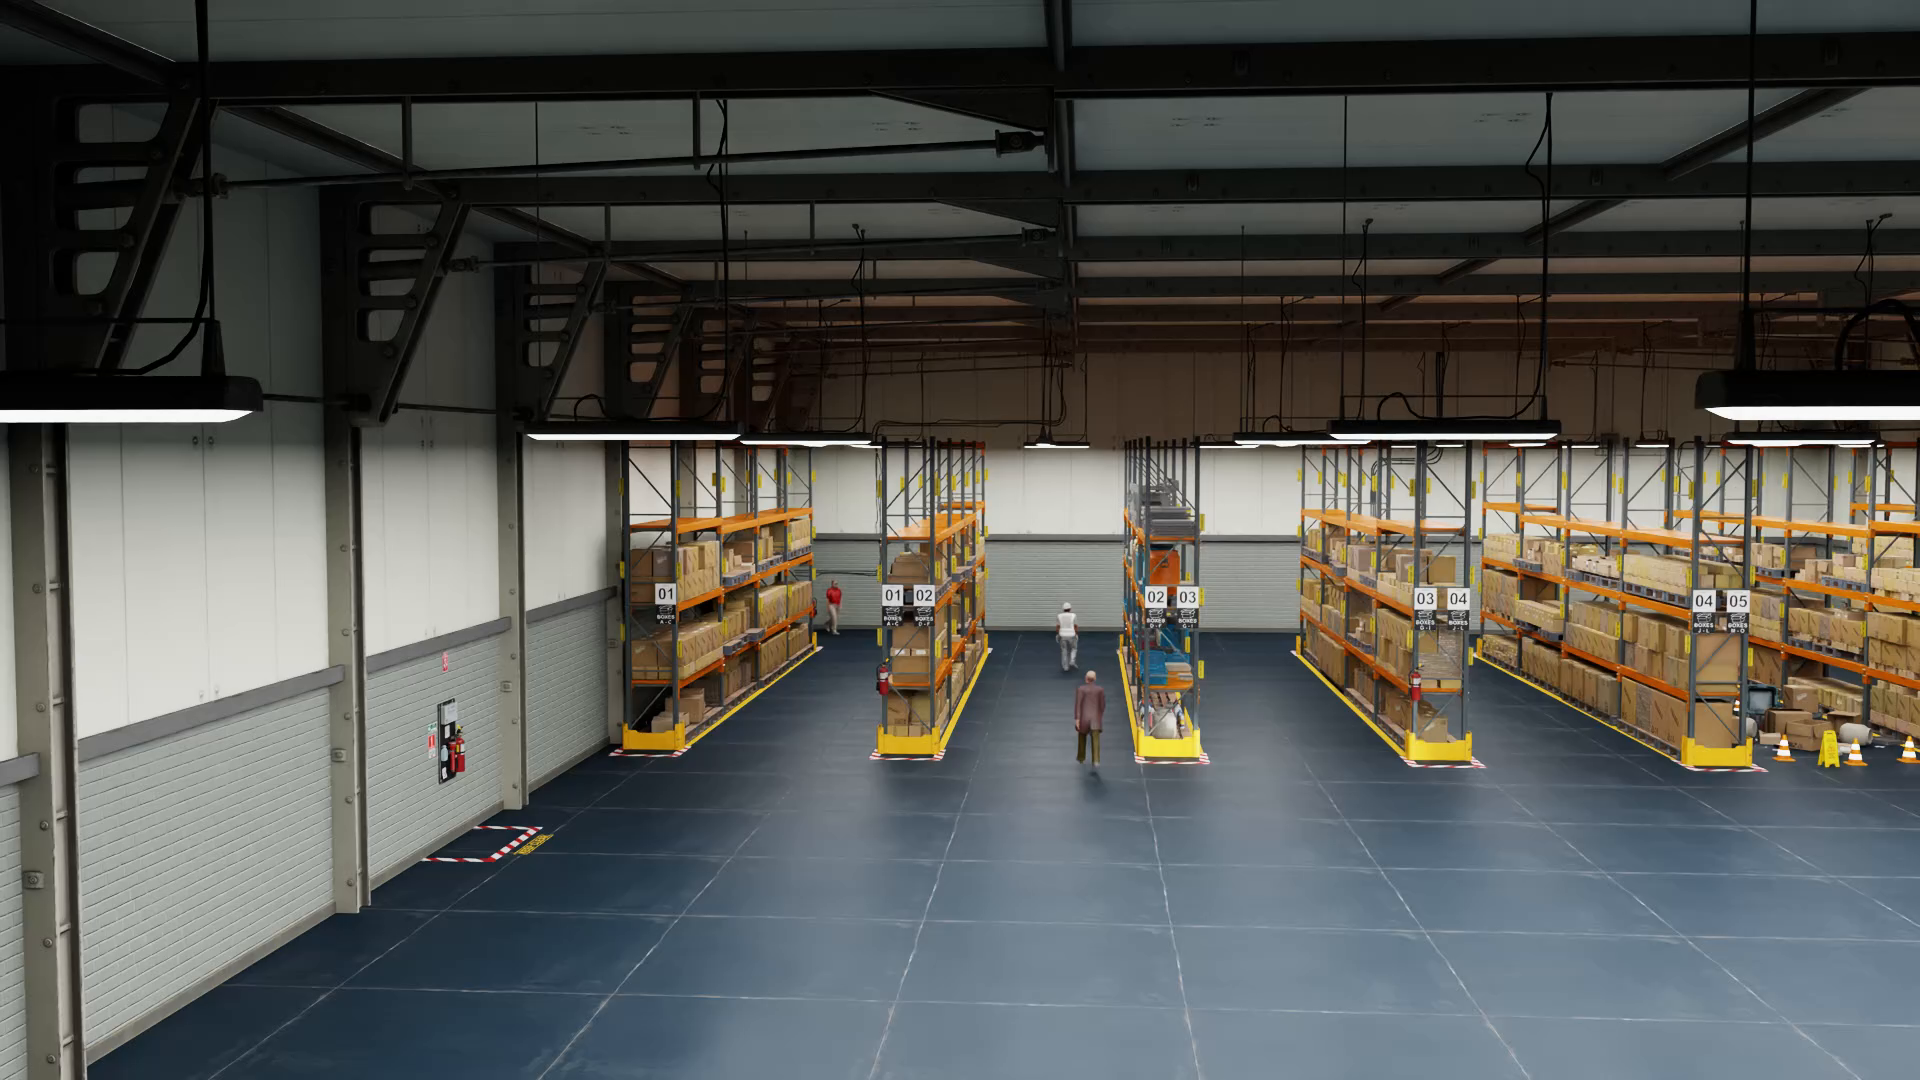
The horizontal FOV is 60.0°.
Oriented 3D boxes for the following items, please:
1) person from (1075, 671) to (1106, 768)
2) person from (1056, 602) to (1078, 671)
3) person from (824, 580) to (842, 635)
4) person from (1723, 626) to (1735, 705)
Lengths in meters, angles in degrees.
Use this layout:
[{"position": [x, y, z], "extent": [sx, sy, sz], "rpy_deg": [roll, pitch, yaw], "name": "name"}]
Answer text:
[{"position": [2.346, 3.273, 30.077], "extent": [0.580, 1.632, 1.116], "rpy_deg": [0, 3, -2], "name": "person"}, {"position": [2.796, 2.515, 43.379], "extent": [0.592, 1.786, 0.470], "rpy_deg": [1, 3, 11], "name": "person"}, {"position": [-3.973, 2.089, 51.914], "extent": [0.878, 1.686, 0.540], "rpy_deg": [3, 4, 44], "name": "person"}, {"position": [17.314, 2.858, 37.505], "extent": [0.548, 1.804, 0.604], "rpy_deg": [0, 3, -7], "name": "person"}]
